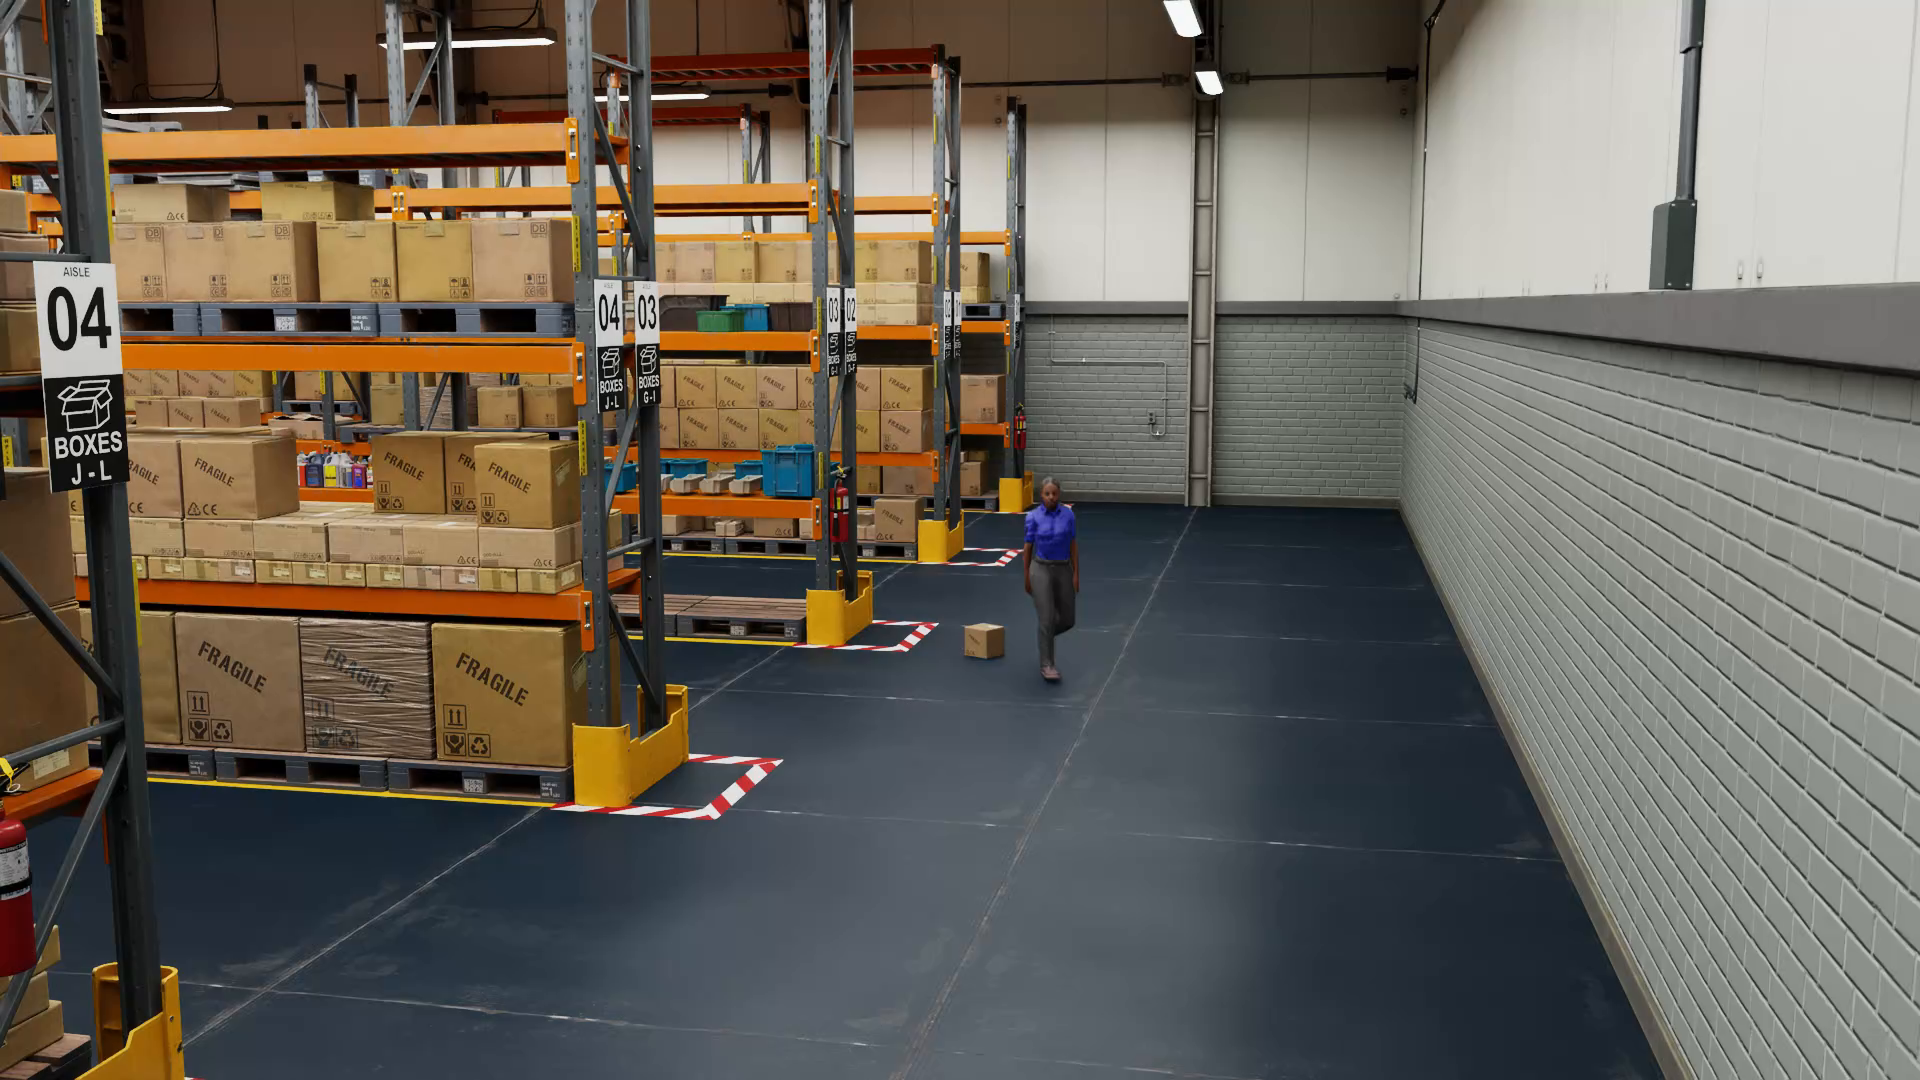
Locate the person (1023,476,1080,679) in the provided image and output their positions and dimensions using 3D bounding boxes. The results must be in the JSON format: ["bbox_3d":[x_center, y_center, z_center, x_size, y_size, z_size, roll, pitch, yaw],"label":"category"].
[{"bbox_3d":[0.734,0.279,13.727,0.449,1.630,0.722,-3,8,-18],"label":"person"}]
